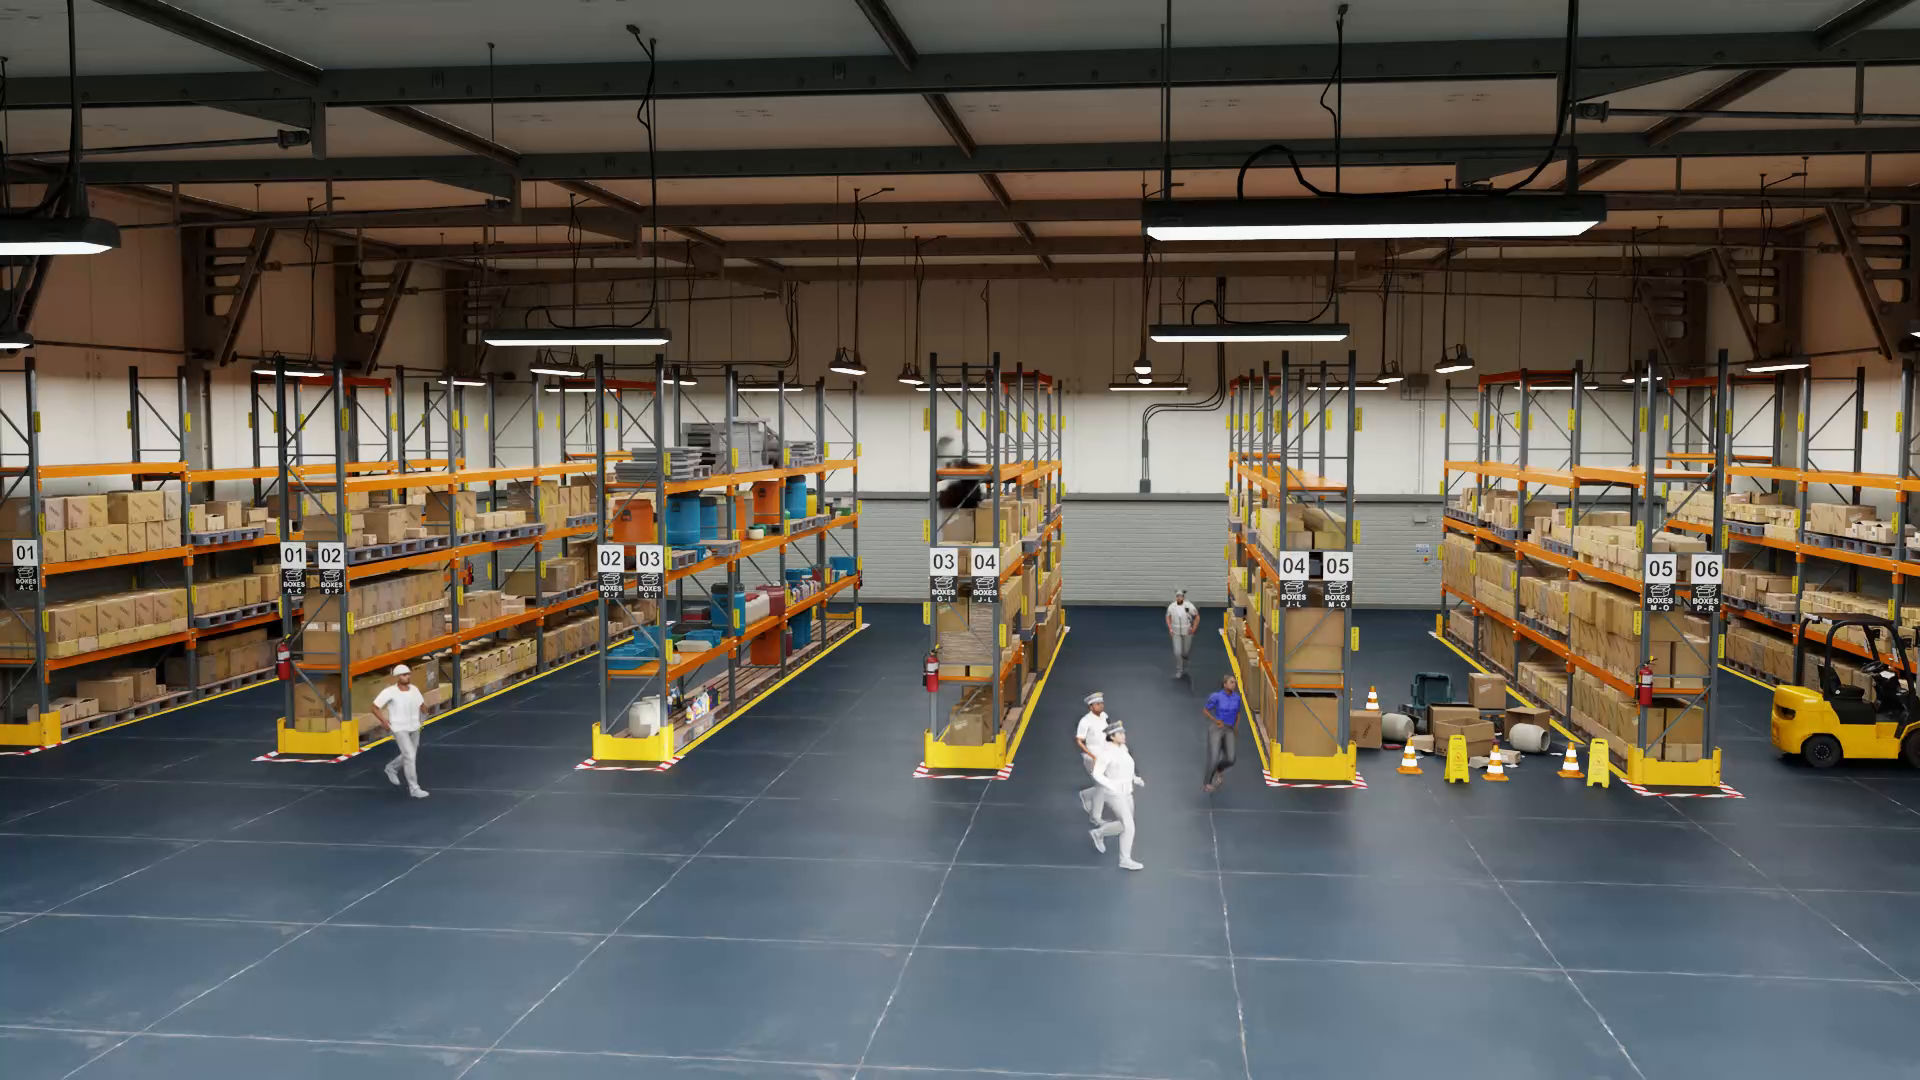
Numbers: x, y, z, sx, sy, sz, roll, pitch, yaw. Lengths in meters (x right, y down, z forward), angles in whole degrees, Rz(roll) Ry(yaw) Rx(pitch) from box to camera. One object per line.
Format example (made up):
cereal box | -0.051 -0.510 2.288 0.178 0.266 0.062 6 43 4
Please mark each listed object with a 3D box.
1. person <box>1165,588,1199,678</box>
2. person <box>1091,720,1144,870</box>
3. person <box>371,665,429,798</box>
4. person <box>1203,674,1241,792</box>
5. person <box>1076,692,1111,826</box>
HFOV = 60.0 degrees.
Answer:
person | 4.384 1.821 32.805 0.669 1.765 0.667 1 4 13
person | 1.743 2.848 18.729 0.718 1.653 0.621 3 5 35
person | -7.446 2.539 22.270 0.963 1.745 0.711 2 5 31
person | 3.605 2.620 22.630 0.580 1.585 0.530 -1 4 -14
person | 1.682 2.714 20.759 0.575 1.672 0.528 -3 5 -41
